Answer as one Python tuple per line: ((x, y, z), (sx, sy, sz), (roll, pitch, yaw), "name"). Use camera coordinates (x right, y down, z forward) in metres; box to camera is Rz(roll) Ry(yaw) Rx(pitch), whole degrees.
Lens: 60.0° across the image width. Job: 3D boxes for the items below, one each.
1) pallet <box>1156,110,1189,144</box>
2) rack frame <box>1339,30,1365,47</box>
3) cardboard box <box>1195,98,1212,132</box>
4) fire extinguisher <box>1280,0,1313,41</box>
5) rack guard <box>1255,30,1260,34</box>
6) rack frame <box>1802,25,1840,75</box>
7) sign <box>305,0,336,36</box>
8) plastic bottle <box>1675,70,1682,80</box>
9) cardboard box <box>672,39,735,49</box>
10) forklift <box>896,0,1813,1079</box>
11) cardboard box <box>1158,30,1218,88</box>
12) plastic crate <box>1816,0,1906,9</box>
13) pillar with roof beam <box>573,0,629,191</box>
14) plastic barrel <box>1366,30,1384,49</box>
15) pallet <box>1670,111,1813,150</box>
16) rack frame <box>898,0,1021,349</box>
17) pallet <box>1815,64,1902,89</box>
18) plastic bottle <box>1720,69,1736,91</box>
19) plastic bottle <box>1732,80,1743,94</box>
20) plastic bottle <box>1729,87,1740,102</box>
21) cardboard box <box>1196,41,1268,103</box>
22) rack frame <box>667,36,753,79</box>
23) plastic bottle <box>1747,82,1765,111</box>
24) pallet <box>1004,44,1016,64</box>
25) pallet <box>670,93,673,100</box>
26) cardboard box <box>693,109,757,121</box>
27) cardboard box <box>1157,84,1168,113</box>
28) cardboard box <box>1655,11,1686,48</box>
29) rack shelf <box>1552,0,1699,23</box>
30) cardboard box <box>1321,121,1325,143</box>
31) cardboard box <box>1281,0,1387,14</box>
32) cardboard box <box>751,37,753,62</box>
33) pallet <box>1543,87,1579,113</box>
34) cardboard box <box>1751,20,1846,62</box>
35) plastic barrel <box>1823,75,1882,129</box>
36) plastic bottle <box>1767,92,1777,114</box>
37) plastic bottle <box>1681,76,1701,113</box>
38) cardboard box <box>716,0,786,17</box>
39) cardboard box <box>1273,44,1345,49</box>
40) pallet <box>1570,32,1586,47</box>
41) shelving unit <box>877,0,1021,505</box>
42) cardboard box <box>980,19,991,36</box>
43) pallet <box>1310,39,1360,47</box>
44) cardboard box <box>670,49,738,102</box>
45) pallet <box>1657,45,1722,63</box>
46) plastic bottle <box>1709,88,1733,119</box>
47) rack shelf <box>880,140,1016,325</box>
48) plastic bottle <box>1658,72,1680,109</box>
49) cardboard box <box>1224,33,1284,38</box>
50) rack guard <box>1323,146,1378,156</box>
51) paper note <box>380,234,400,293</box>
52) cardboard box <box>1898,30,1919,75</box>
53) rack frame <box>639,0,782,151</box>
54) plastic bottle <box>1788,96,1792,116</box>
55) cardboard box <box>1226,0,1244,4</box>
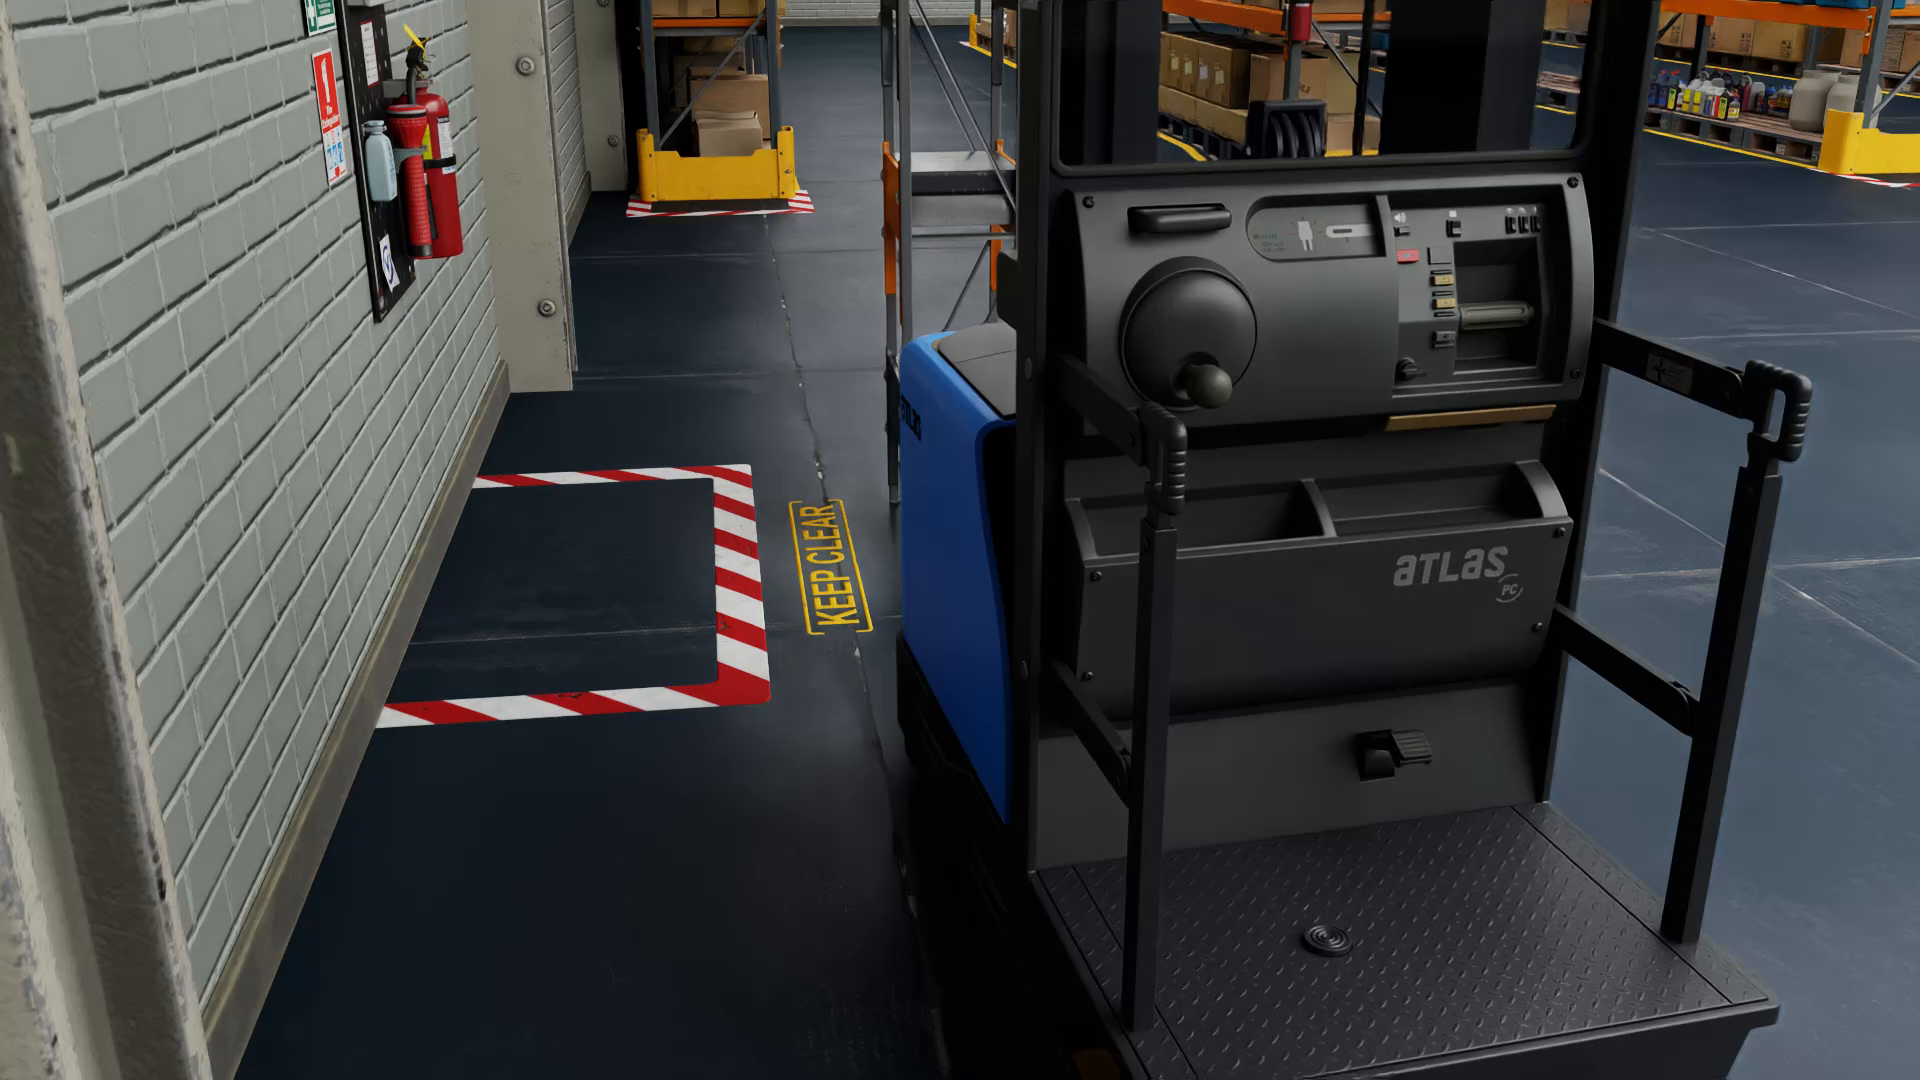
((2.550, -4.075, 16.325), (1.003, 0.211, 1.213), (-3, 21, -8), "pallet")
((6.226, -8.677, 24.661), (1.000, 3.000, 0.127), (-3, 21, -8), "rack frame")
((2.456, -3.872, 15.125), (0.500, 0.250, 0.500), (-3, 21, -8), "cardboard box")
((2.611, -4.173, 12.713), (0.296, 0.674, 0.183), (-3, 21, -8), "fire extinguisher")
((5.633, -8.899, 28.827), (1.175, 0.500, 0.348), (-3, 21, -8), "rack guard")
((11.704, -7.542, 21.622), (1.000, 3.000, 0.127), (-3, 21, -8), "rack frame")
((-1.636, -1.357, 4.253), (0.001, 0.109, 0.331), (-3, 21, -8), "sign")
((7.227, -4.579, 16.847), (0.144, 0.351, 0.185), (-3, 21, -8), "plastic bottle")
((-2.886, -5.397, 18.822), (0.700, 0.500, 0.500), (-3, 21, -8), "cardboard box")
((0.695, -0.403, 2.607), (1.130, 2.935, 3.031), (-5, 21, -13), "forklift")
((2.234, -4.742, 16.384), (0.500, 0.500, 0.500), (-3, 21, -8), "cardboard box")
((7.587, -4.611, 13.987), (0.499, 0.251, 0.616), (-3, 21, -8), "plastic crate")
((1.455, -7.249, 12.263), (9.100, 9.000, 0.400), (-3, 21, -8), "pillar with roof beam")
((6.287, -7.702, 24.448), (0.600, 0.901, 0.708), (-3, 21, -8), "plastic barrel")
((7.614, -3.943, 15.971), (1.003, 0.211, 1.213), (-3, 21, -8), "pallet")
((0.011, -0.956, 5.276), (0.400, 2.100, 0.015), (-3, 21, -8), "rack frame")
((11.815, -5.965, 21.385), (1.003, 0.211, 1.213), (-3, 21, -8), "pallet")
((7.785, -4.597, 16.896), (0.144, 0.351, 0.185), (-4, 21, -10), "plastic bottle")
((7.734, -4.440, 16.570), (0.061, 0.283, 0.133), (-3, 21, -8), "plastic bottle")
((7.353, -4.164, 15.831), (0.061, 0.283, 0.133), (-3, 21, -8), "plastic bottle")
((2.452, -4.223, 14.994), (0.500, 0.500, 0.500), (-3, 21, -8), "cardboard box")
((-3.001, -6.792, 19.615), (1.000, 3.000, 0.127), (-3, 21, -8), "rack frame")
((7.851, -4.394, 16.458), (0.152, 0.276, 0.135), (-3, 21, -7), "plastic bottle")
((1.226, -7.360, 25.120), (1.003, 0.211, 1.213), (-3, 21, -8), "pallet")
((-2.717, -4.794, 18.250), (1.003, 0.211, 1.213), (-3, 21, -8), "pallet")
((-1.941, -3.411, 13.775), (0.500, 0.311, 0.500), (-1, 21, -3), "cardboard box")
((2.244, -4.391, 16.516), (0.500, 0.250, 0.500), (-3, 21, -8), "cardboard box")
((11.239, -7.908, 25.038), (1.225, 0.875, 0.875), (-3, 21, -8), "cardboard box")
((7.091, -6.263, 19.225), (1.077, 0.370, 4.000), (-3, 21, -8), "rack shelf")
((2.684, -3.353, 13.736), (0.500, 0.250, 0.500), (-3, 21, -8), "cardboard box")
((2.999, -4.483, 13.289), (0.700, 0.500, 0.500), (-3, 21, -8), "cardboard box")
((-2.977, -6.243, 20.617), (0.750, 0.750, 0.750), (-3, 21, -8), "cardboard box")
((7.227, -4.871, 18.456), (1.003, 0.211, 1.213), (-3, 21, -8), "pallet")
((11.625, -6.983, 22.563), (1.225, 0.875, 0.875), (-4, 21, -10), "cardboard box")
((7.785, -3.778, 14.499), (0.421, 0.512, 0.421), (0, 20, 0), "plastic barrel")
((7.925, -4.249, 16.175), (0.097, 0.201, 0.097), (0, 20, 0), "plastic bottle")
((7.173, -4.359, 16.258), (0.144, 0.351, 0.185), (-3, 21, -8), "plastic bottle")
((-1.604, -4.147, 12.717), (0.500, 0.250, 0.500), (-4, 21, -9), "cardboard box")
((3.038, -4.076, 14.600), (0.500, 0.500, 0.500), (-3, 21, -8), "cardboard box")
((10.916, -8.311, 27.667), (1.003, 0.211, 1.213), (-3, 21, -8), "pallet")
((-0.024, -1.041, 5.502), (0.431, 2.100, 0.503), (-3, 21, -8), "shelving unit")
((0.617, -8.356, 27.102), (0.500, 0.250, 0.500), (-3, 21, -8), "cardboard box")
((6.082, -7.623, 25.825), (1.003, 0.211, 1.213), (-3, 21, -8), "pallet")
((-2.671, -4.873, 17.420), (0.700, 0.500, 0.500), (-3, 21, -9), "cardboard box")
((11.313, -7.357, 25.113), (1.003, 0.211, 1.213), (-3, 21, -8), "pallet")
((7.248, -4.155, 15.817), (0.152, 0.276, 0.135), (-3, 21, -7), "plastic bottle")
((-0.024, -1.028, 5.507), (0.431, 0.518, 0.480), (-3, 21, -8), "rack shelf")
((7.112, -4.507, 16.652), (0.144, 0.351, 0.185), (-4, 21, -10), "plastic bottle")
((2.821, -4.595, 15.991), (0.500, 0.500, 0.500), (-3, 21, -8), "cardboard box")
((3.057, -3.094, 13.287), (1.175, 0.500, 0.348), (-3, 21, -8), "rack guard")
((-1.664, -0.809, 4.854), (0.016, 0.148, 0.142), (-3, 21, -8), "paper note")
((12.001, -5.959, 20.327), (0.700, 0.500, 0.500), (-1, 21, -3), "cardboard box")
((-1.848, -4.023, 12.199), (1.000, 3.000, 0.127), (-3, 21, -8), "rack frame")
((7.988, -4.179, 15.870), (0.061, 0.283, 0.133), (-3, 21, -7), "plastic bottle")
((2.773, -5.019, 14.723), (0.700, 0.500, 0.500), (-2, 21, -6), "cardboard box")
